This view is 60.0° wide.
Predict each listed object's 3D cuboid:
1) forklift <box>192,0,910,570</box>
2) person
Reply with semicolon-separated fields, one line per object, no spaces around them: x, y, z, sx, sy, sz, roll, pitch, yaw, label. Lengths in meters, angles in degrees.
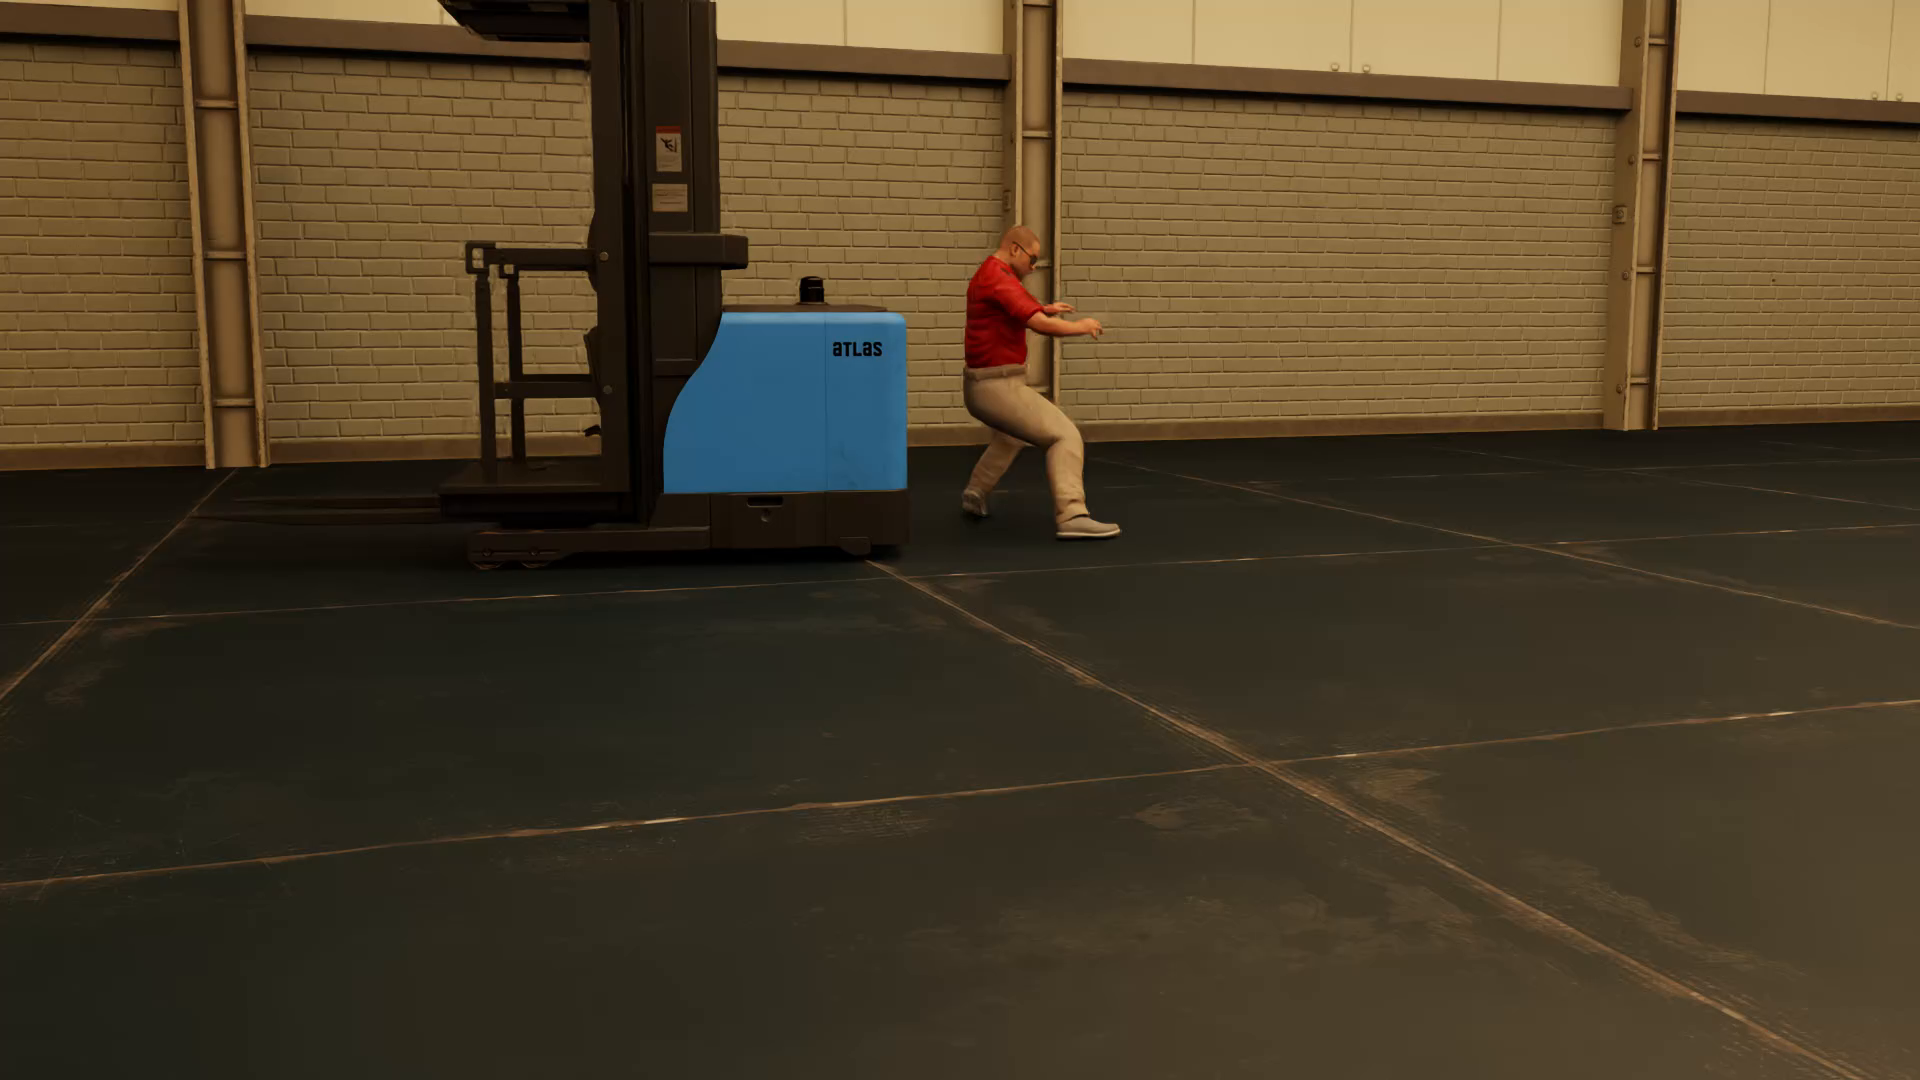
-1.778;-1.402;7.356;3.031;2.935;1.130;-1;8;-8;forklift
0.356;-0.797;8.349;0.670;1.525;1.180;-1;8;-10;person
